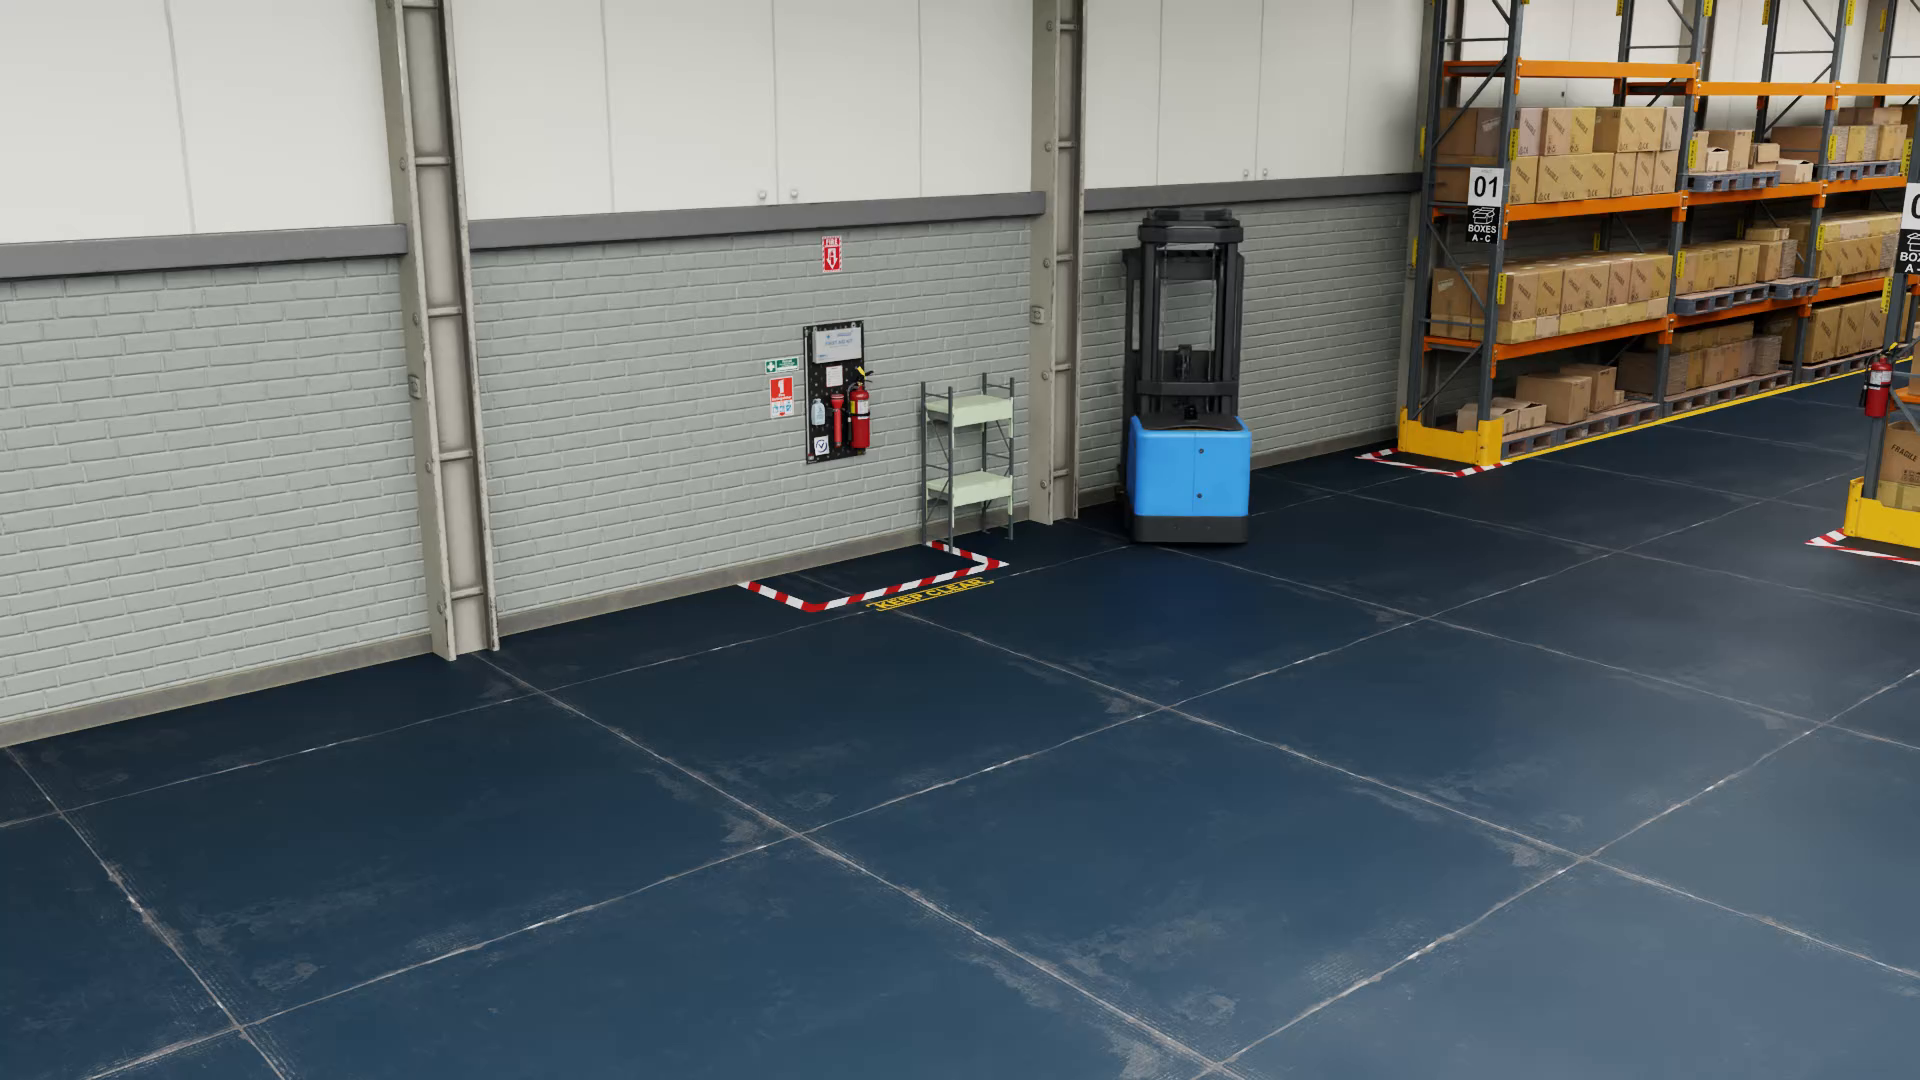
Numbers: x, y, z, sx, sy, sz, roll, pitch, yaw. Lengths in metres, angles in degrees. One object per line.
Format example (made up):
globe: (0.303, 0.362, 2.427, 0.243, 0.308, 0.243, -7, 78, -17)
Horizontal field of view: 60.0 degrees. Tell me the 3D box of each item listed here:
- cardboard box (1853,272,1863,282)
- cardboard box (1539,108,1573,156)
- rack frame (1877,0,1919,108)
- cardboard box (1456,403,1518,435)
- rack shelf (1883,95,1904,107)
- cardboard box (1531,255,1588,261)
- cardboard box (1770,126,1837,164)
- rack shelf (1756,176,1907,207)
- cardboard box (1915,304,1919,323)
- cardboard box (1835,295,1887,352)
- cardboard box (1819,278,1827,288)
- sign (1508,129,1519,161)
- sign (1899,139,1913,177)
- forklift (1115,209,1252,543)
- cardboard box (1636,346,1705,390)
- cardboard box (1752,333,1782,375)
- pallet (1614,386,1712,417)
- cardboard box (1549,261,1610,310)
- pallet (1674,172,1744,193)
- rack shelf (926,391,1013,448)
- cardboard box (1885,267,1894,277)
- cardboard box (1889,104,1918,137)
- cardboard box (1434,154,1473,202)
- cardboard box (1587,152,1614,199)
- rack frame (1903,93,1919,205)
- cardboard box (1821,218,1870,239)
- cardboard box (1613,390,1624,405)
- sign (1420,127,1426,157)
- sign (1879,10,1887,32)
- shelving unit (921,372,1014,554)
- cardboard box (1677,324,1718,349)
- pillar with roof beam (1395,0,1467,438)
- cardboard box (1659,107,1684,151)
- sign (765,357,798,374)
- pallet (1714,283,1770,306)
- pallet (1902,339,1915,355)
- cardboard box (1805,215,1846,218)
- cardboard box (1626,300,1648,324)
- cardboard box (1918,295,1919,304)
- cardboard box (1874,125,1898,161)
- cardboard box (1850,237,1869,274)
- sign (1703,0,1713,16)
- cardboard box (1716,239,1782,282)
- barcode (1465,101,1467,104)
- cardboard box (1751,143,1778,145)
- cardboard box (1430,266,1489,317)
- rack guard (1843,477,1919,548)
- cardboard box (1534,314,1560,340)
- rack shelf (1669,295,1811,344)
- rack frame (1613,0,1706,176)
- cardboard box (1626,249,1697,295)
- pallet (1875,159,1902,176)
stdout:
cardboard box: (13.044, -3.902, 24.495, 0.250, 0.149, 0.380, -13, 19, -39)
cardboard box: (6.321, -4.470, 18.188, 0.500, 0.500, 0.500, -13, 20, -40)
rack frame: (14.512, -7.318, 25.208, 0.127, 3.000, 1.000, -13, 19, -39)
cardboard box: (6.040, -1.400, 19.035, 0.500, 0.311, 0.500, 13, 20, 41)
rack shelf: (16.020, -7.116, 26.620, 4.000, 0.370, 1.077, -13, 19, -39)
cardboard box: (7.213, -3.154, 20.045, 0.500, 0.500, 0.500, -12, 19, -38)
cardboard box: (11.815, -5.543, 23.332, 0.700, 0.500, 0.500, 14, 21, 43)
rack shelf: (13.003, -5.182, 24.419, 4.000, 0.370, 1.077, -13, 19, -39)
cardboard box: (15.143, -3.521, 26.650, 0.500, 0.500, 0.700, -12, 19, -39)
cardboard box: (13.438, -3.297, 25.132, 0.750, 0.750, 0.750, -12, 19, -38)
cardboard box: (12.090, -3.682, 23.668, 0.250, 0.149, 0.380, -12, 19, -39)
sign: (5.815, -4.152, 17.476, 0.005, 0.325, 0.100, -13, 19, -39)
sign: (8.368, -3.369, 14.676, 0.005, 0.325, 0.100, -13, 19, -39)
forklift: (2.104, -1.716, 15.994, 1.130, 2.935, 3.031, 0, 15, 1)
cardboard box: (9.378, -2.294, 22.017, 0.500, 0.500, 0.700, -13, 20, -40)
cardboard box: (10.985, -2.614, 23.216, 0.500, 0.500, 0.700, -12, 19, -39)
pallet: (9.063, -1.849, 21.763, 1.213, 0.211, 1.003, -13, 19, -39)
cardboard box: (7.171, -2.966, 19.340, 0.500, 0.500, 0.500, -12, 19, -38)
pallet: (9.012, -4.506, 20.859, 1.003, 0.211, 1.213, -13, 19, -39)
rack shelf: (0.071, -1.079, 14.872, 0.720, 0.370, 0.431, -13, 20, -40)
cardboard box: (13.882, -4.056, 25.072, 0.250, 0.149, 0.380, -13, 19, -39)
cardboard box: (14.885, -6.573, 26.063, 0.500, 0.500, 0.500, -13, 20, -40)
cardboard box: (5.608, -4.013, 18.418, 0.500, 0.500, 0.500, -11, 18, -35)
cardboard box: (7.083, -4.169, 19.001, 0.500, 0.500, 0.500, -11, 19, -36)
rack frame: (8.714, -4.321, 13.989, 0.127, 3.000, 1.000, -13, 19, -39)
cardboard box: (12.785, -4.509, 24.056, 0.500, 0.250, 0.500, -12, 19, -39)
cardboard box: (8.093, -1.811, 20.856, 0.380, 0.166, 0.250, 13, 20, 40)
sign: (5.110, -4.375, 18.287, 0.005, 0.325, 0.100, -13, 19, -39)
sign: (14.166, -7.958, 25.487, 0.005, 0.325, 0.100, -13, 19, -39)
shelving unit: (0.070, -0.702, 14.973, 0.755, 1.500, 0.431, -13, 20, -40)
cardboard box: (9.741, -2.723, 22.171, 0.500, 0.250, 0.500, -13, 20, -41)
pillar with roof beam: (8.245, -4.734, 15.534, 0.400, 9.000, 9.100, -13, 19, -39)
cardboard box: (8.277, -4.916, 19.861, 0.500, 0.500, 0.500, 14, 20, 42)
sign: (-1.472, -1.444, 13.749, 0.331, 0.109, 0.001, -13, 19, -39)
pallet: (10.028, -3.306, 22.184, 1.213, 0.211, 1.003, -13, 19, -39)
pallet: (15.137, -3.186, 26.767, 1.213, 0.211, 1.003, -13, 19, -39)
cardboard box: (12.832, -4.693, 24.743, 0.500, 0.250, 0.500, -13, 20, -41)
cardboard box: (7.937, -2.779, 20.094, 0.500, 0.250, 0.500, -13, 19, -39)
cardboard box: (15.521, -3.857, 26.650, 0.250, 0.149, 0.380, -12, 19, -38)
cardboard box: (13.398, -5.895, 24.647, 0.500, 0.500, 0.700, -13, 20, -40)
cardboard box: (12.805, -4.146, 24.152, 0.500, 0.500, 0.500, -13, 20, -40)
sign: (8.819, -6.343, 19.596, 0.005, 0.325, 0.100, -13, 19, -39)
cardboard box: (10.742, -3.821, 22.696, 0.700, 0.500, 0.500, 14, 20, 42)
barcode: (5.666, -4.874, 18.580, 0.075, 0.075, 0.001, -13, 19, -39)
cardboard box: (10.800, -5.172, 22.753, 0.500, 0.500, 0.500, -13, 19, -39)
cardboard box: (5.675, -2.807, 18.745, 0.500, 0.500, 0.500, -13, 20, -40)
rack guard: (8.695, -0.211, 15.071, 0.348, 0.500, 1.175, -13, 19, -39)
cardboard box: (6.418, -2.435, 18.806, 0.500, 0.250, 0.500, -13, 20, -41)
rack shelf: (9.985, -3.055, 22.269, 4.000, 0.370, 1.077, -13, 19, -39)
rack frame: (8.476, -5.962, 20.134, 0.127, 3.000, 1.000, -13, 19, -39)
cardboard box: (8.883, -3.404, 21.136, 0.500, 0.500, 0.700, -13, 19, -39)
pallet: (13.852, -5.611, 25.002, 1.217, 0.209, 0.805, -14, 20, -42)
